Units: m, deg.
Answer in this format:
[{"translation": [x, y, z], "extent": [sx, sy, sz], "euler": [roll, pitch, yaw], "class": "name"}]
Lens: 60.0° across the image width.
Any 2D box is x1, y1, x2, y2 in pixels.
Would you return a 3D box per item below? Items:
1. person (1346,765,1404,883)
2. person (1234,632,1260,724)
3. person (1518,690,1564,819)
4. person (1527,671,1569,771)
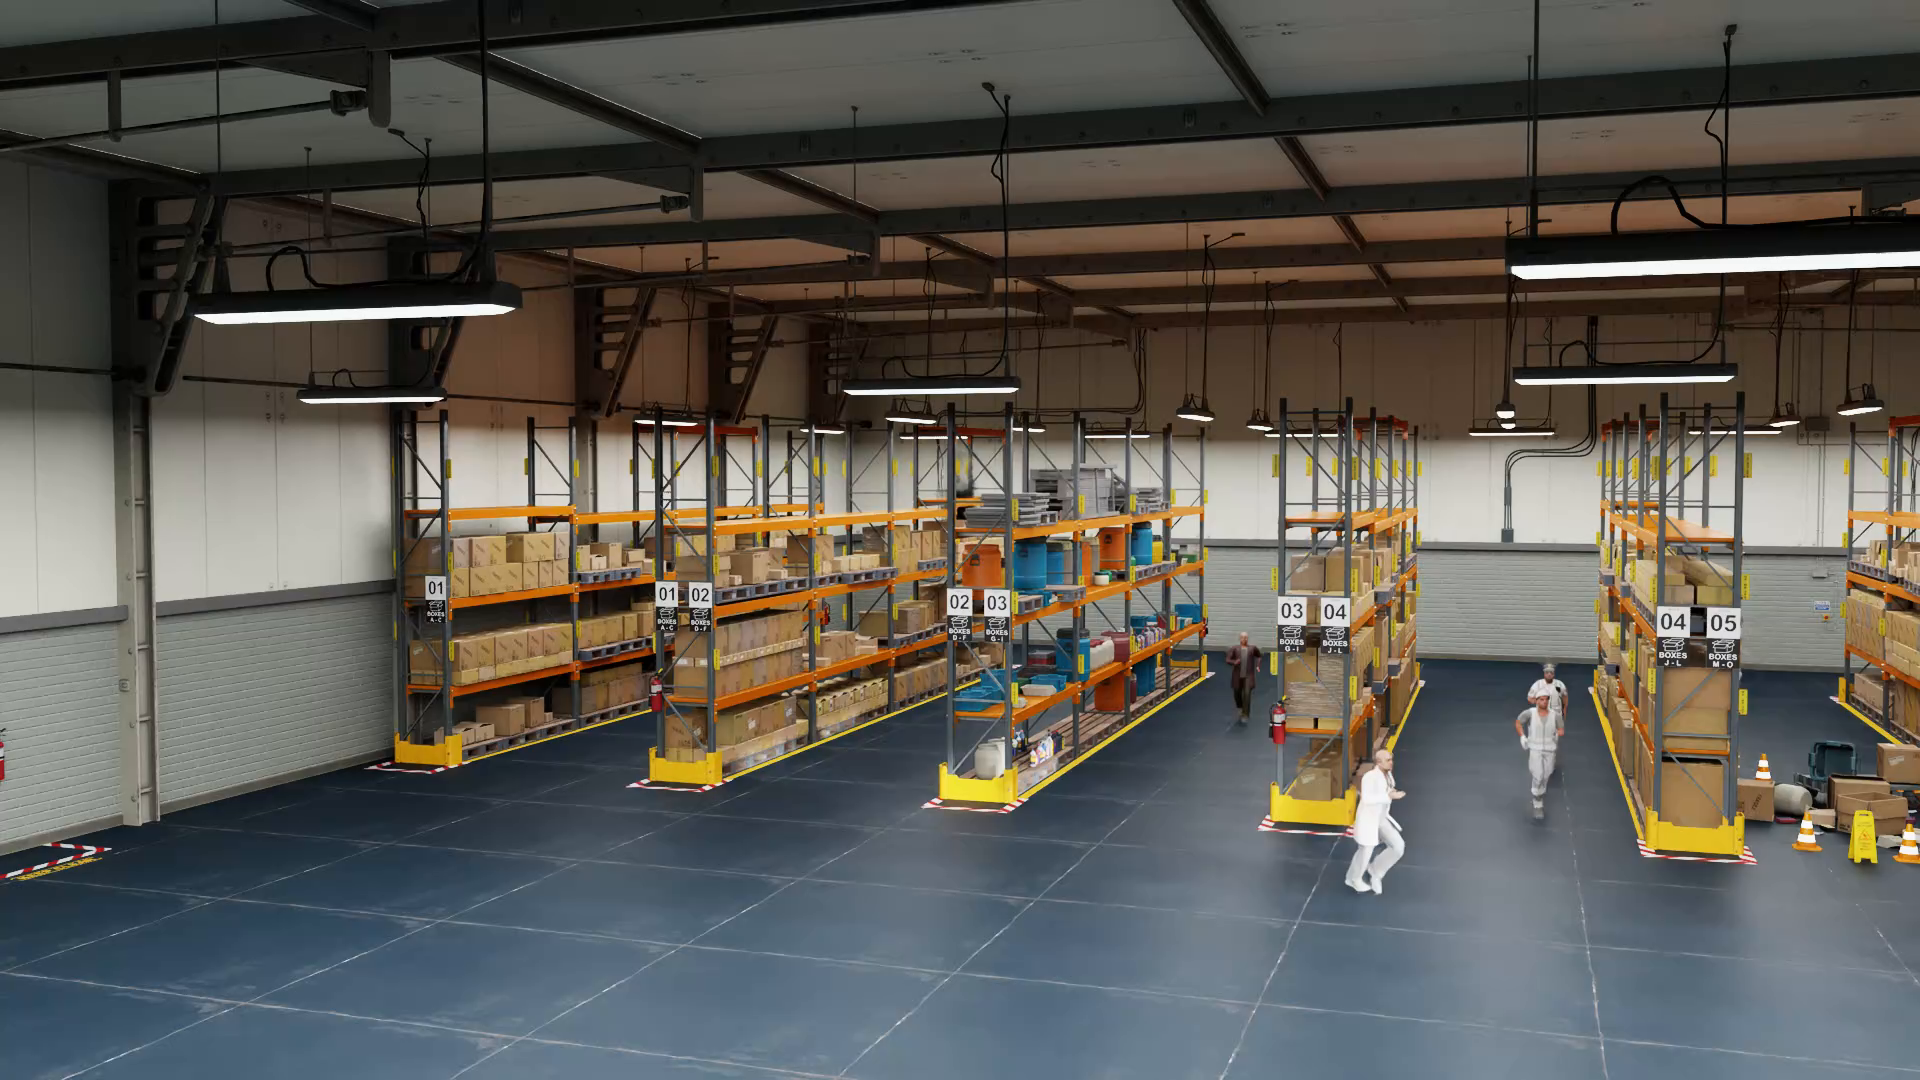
[{"translation": [4.815, 3.331, 19.420], "extent": [0.662, 1.443, 0.755], "euler": [-2, 3, -34], "class": "person"}, {"translation": [5.596, 2.689, 32.782], "extent": [0.678, 1.753, 1.053], "euler": [1, 3, 13], "class": "person"}, {"translation": [8.415, 3.082, 24.037], "extent": [0.611, 1.845, 0.726], "euler": [0, 2, 4], "class": "person"}, {"translation": [9.819, 2.956, 27.763], "extent": [0.670, 1.698, 0.796], "euler": [1, 3, 14], "class": "person"}]
